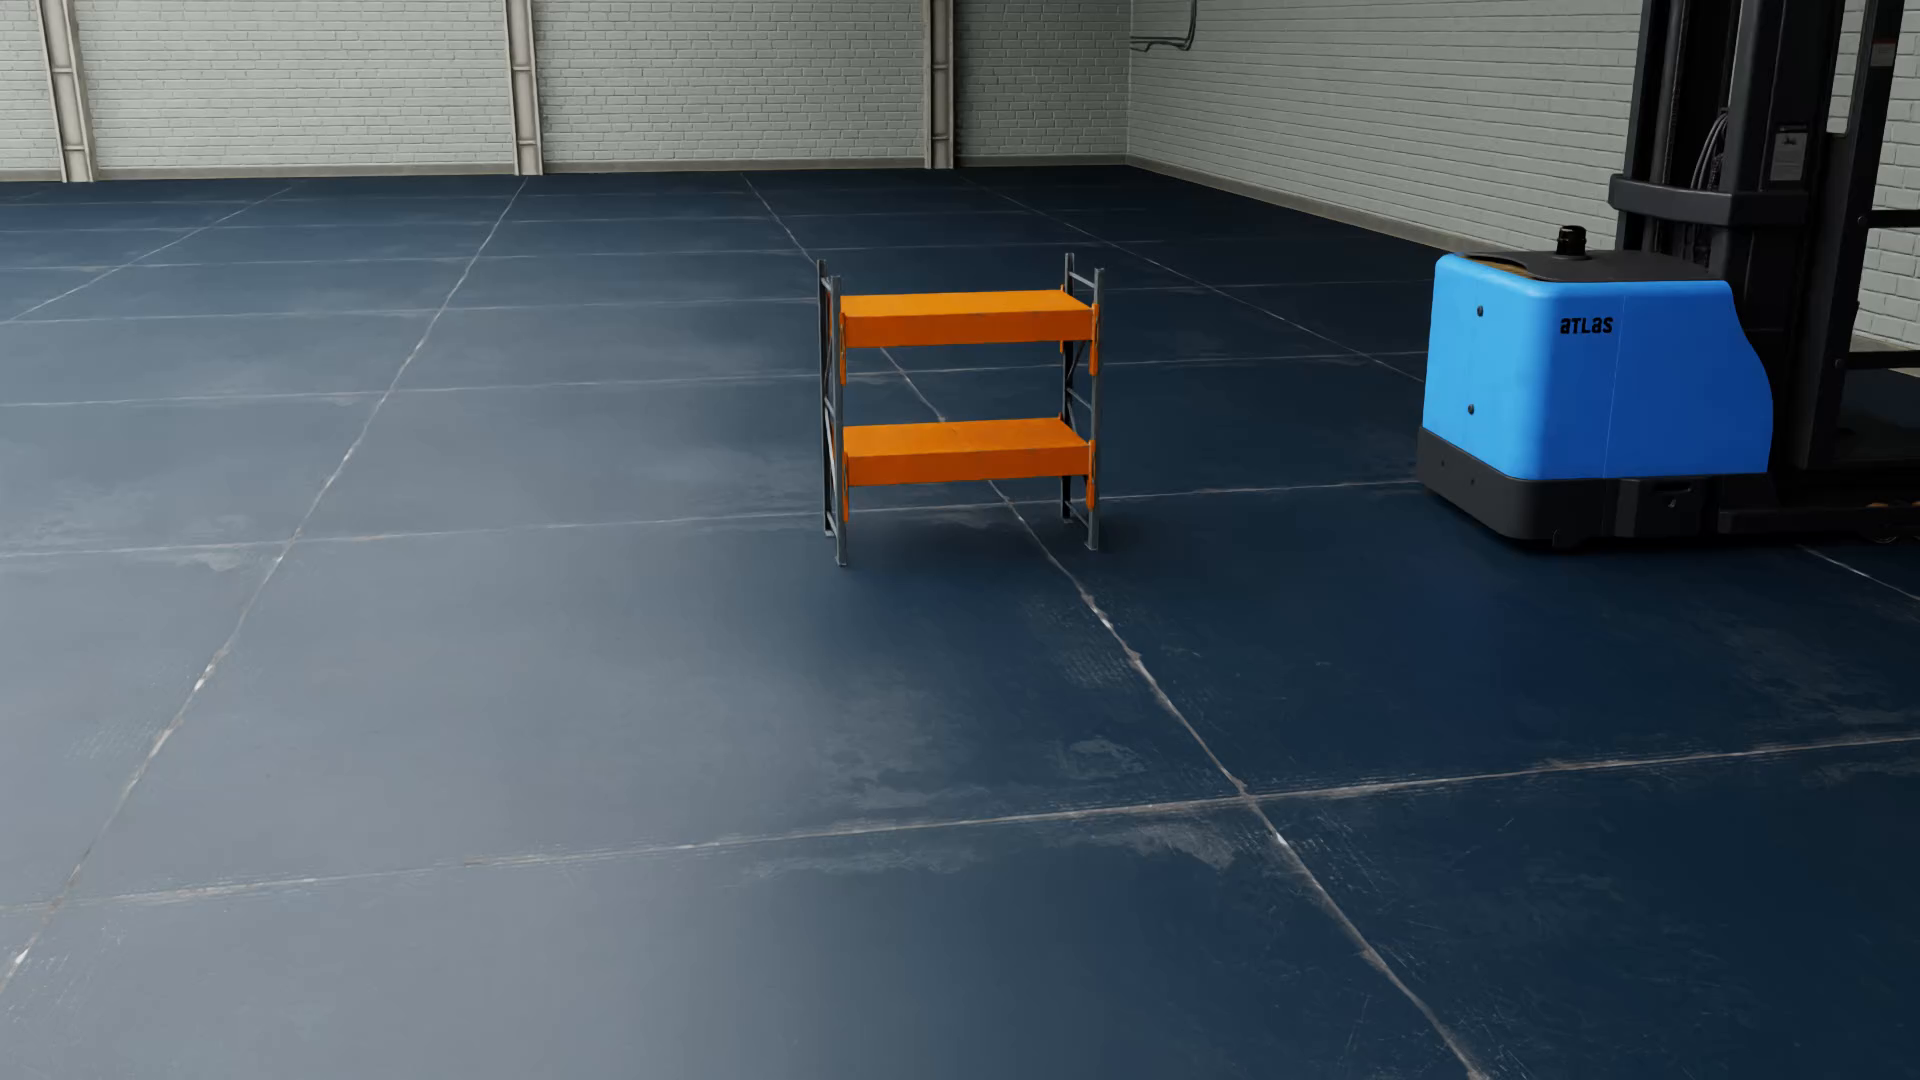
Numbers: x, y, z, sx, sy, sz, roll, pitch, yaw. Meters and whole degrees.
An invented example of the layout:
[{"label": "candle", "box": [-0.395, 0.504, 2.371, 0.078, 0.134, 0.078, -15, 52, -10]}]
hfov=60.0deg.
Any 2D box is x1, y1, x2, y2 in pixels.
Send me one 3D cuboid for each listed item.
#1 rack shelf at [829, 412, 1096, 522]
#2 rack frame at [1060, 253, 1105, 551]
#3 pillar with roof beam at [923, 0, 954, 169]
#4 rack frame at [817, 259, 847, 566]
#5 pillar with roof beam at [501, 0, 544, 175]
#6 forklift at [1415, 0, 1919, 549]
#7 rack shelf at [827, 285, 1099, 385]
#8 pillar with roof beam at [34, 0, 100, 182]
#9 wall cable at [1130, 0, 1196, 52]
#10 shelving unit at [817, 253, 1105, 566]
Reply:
[{"label": "rack shelf", "box": [-0.007, -0.304, 6.717, 1.000, 0.278, 0.538, -3, 17, -10]}, {"label": "rack frame", "box": [0.492, -0.566, 6.738, 0.032, 1.125, 0.500, -3, 17, -10]}, {"label": "pillar with roof beam", "box": [0.499, -8.672, 19.718, 0.400, 9.000, 9.100, -3, 17, -10]}, {"label": "rack frame", "box": [-0.506, -0.509, 6.553, 0.032, 1.125, 0.500, -3, 17, -10]}, {"label": "pillar with roof beam", "box": [-5.392, -8.337, 18.630, 0.400, 9.000, 9.100, -3, 17, -10]}, {"label": "forklift", "box": [3.600, -1.539, 6.829, 3.031, 2.935, 1.130, -2, 17, -7]}, {"label": "rack shelf", "box": [-0.007, -0.817, 6.559, 1.000, 0.278, 0.538, -3, 17, -10]}, {"label": "pillar with roof beam", "box": [-11.283, -8.003, 17.542, 0.400, 9.000, 9.100, -3, 17, -10]}, {"label": "wall cable", "box": [2.826, -8.211, 23.507, 0.112, 2.526, 3.097, -3, 17, -10]}, {"label": "shelving unit", "box": [-0.007, -0.537, 6.645, 1.048, 1.125, 0.538, -3, 17, -10]}]
